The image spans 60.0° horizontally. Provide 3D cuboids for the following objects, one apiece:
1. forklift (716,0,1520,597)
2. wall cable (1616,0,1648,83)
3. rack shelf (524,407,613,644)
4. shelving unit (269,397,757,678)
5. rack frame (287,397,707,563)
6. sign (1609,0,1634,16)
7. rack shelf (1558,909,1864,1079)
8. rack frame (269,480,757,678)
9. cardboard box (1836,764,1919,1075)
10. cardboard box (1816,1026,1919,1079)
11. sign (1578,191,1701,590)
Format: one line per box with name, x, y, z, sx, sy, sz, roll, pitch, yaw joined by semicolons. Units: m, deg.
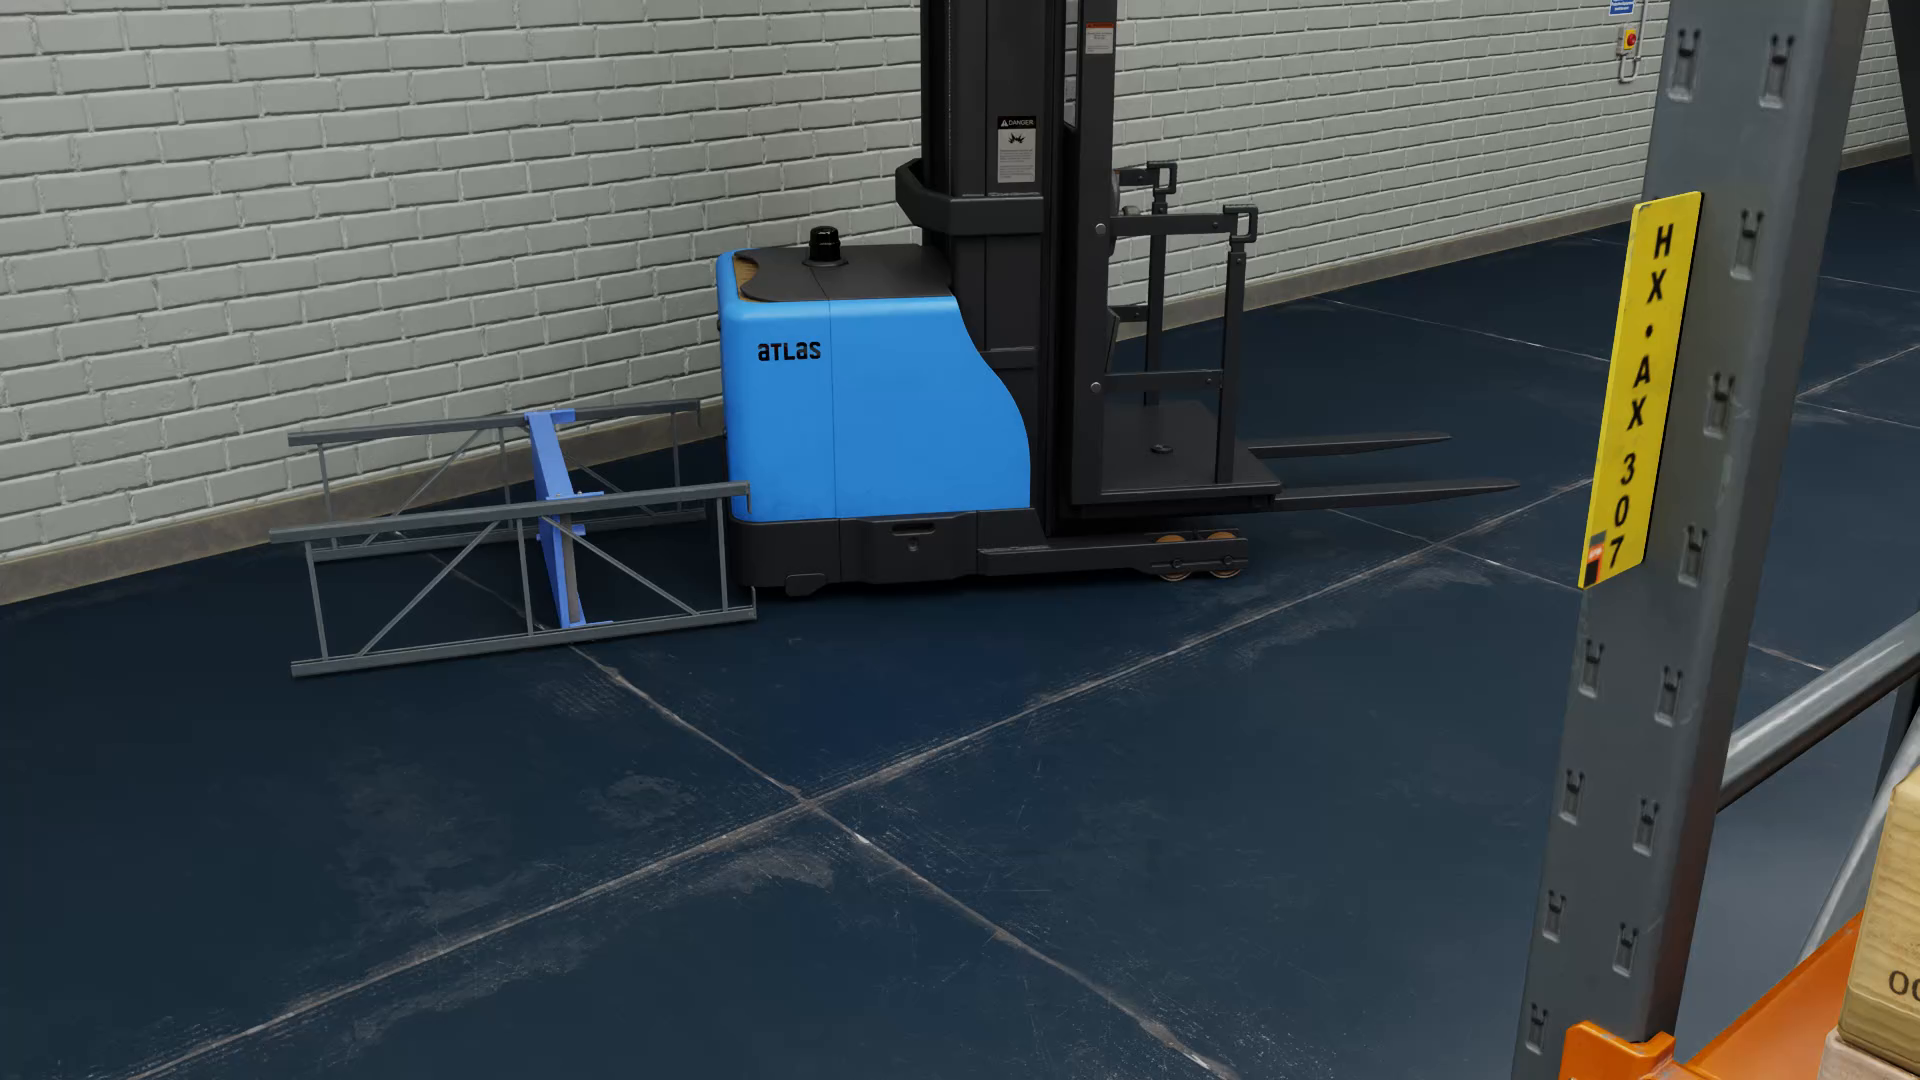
forklift;0.615;-1.401;6.042;3.031;2.935;1.130;-3;22;-9
wall cable;4.798;-4.210;11.685;0.585;1.953;0.123;-17;27;-37
rack shelf;-1.403;-0.078;5.945;0.185;0.538;1.000;-7;22;-16
shelving unit;-1.575;-0.058;5.894;1.500;0.538;1.048;-7;22;-16
rack frame;-1.729;-0.235;6.345;1.500;0.500;0.032;-7;22;-16
sign;4.722;-3.854;11.840;0.327;0.218;0.001;-17;27;-37
rack shelf;2.294;1.076;0.610;1.077;0.370;4.000;-17;27;-37
rack frame;-1.420;0.119;5.443;1.500;0.500;0.032;-7;22;-16
cardboard box;1.098;0.317;1.360;0.500;0.250;0.500;-18;28;-39
cardboard box;0.971;0.482;1.484;0.380;0.149;0.250;-17;27;-37
sign;0.564;-0.121;1.384;0.100;0.325;0.005;-17;27;-37
